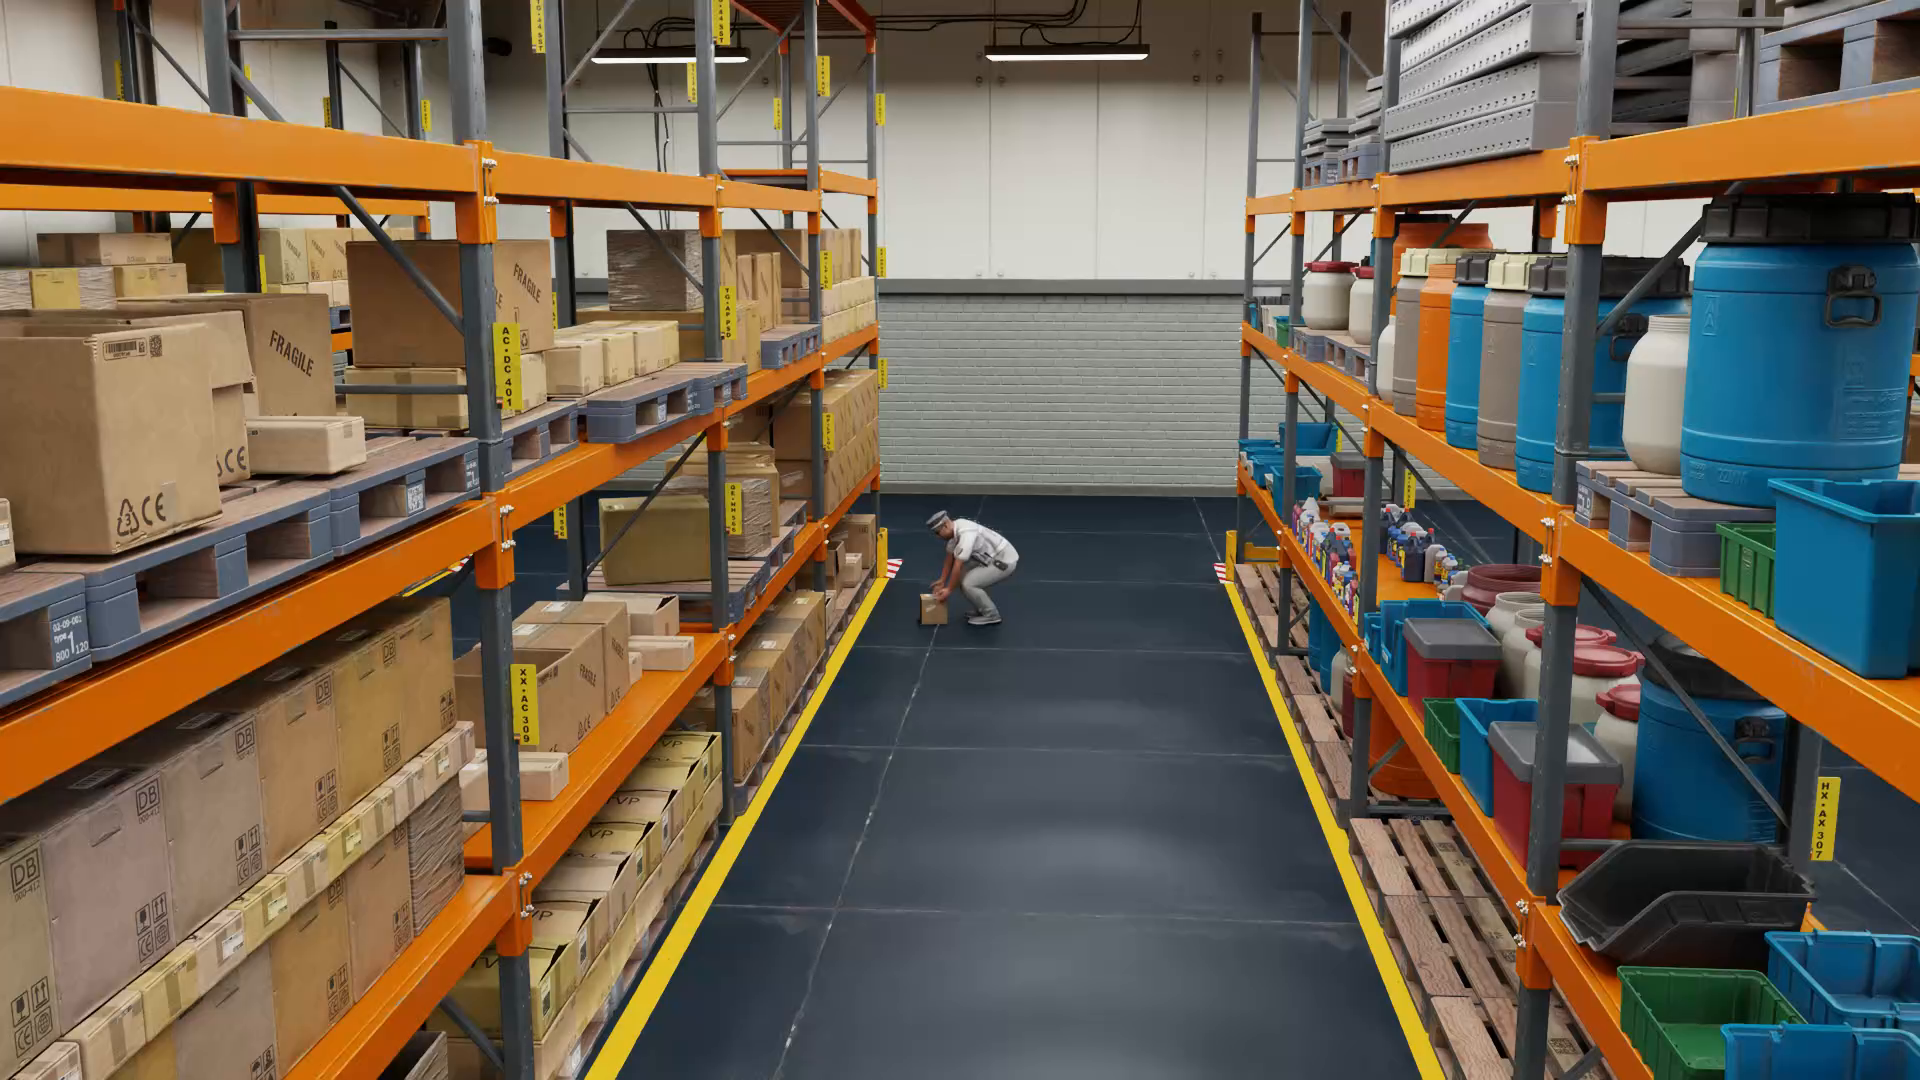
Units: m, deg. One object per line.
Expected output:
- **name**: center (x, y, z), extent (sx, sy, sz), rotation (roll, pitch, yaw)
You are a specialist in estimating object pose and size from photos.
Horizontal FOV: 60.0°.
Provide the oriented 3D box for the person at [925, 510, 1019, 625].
- **person**: center (0.117, 0.254, 16.270), extent (0.923, 1.124, 0.573), rotation (-1, 11, -6)
